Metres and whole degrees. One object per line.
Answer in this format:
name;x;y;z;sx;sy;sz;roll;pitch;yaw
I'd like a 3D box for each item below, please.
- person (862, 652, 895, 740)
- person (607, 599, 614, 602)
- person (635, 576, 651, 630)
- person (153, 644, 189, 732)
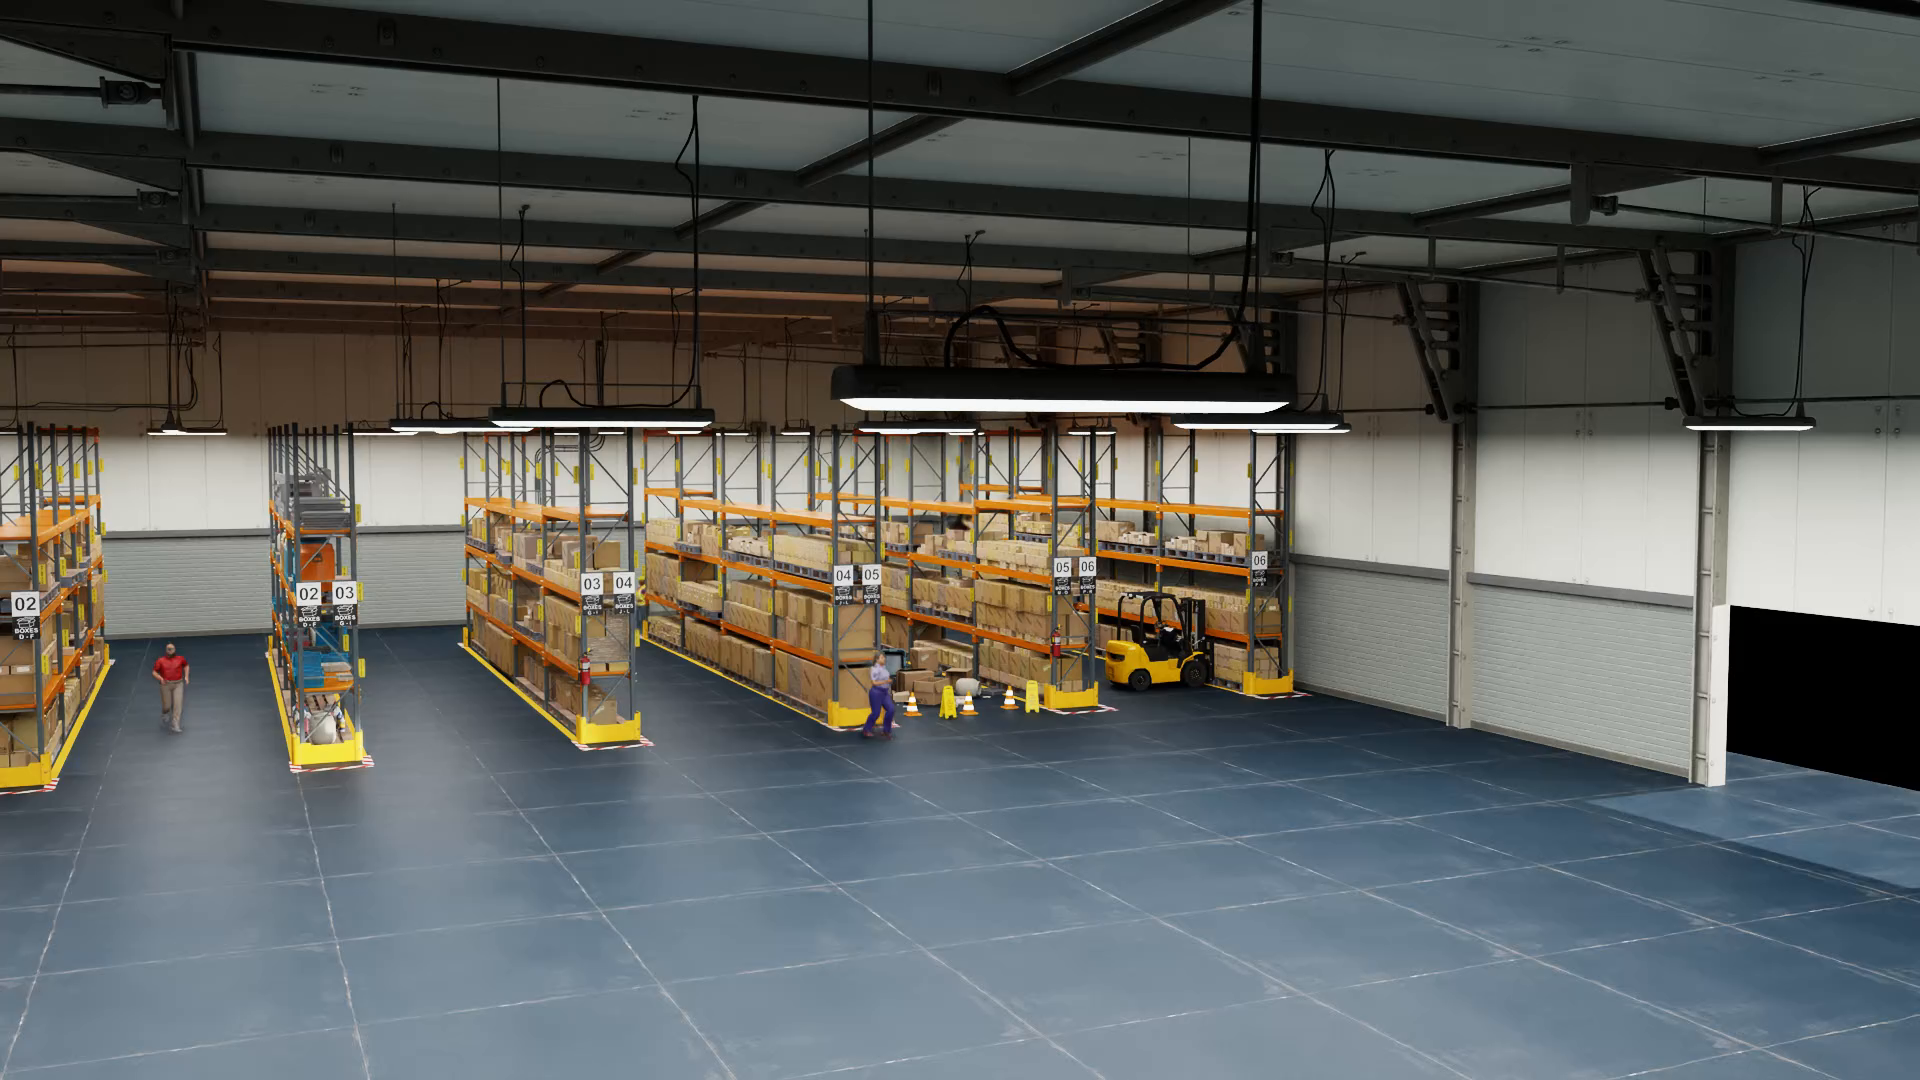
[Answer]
person;-1.539;2.992;31.645;0.679;1.711;0.598;2;4;25
person;-9.730;2.069;46.238;0.600;1.737;0.856;0;4;-8
person;-9.264;1.897;48.618;0.883;1.743;0.737;-2;4;-35
person;-15.494;2.887;32.717;0.677;1.702;0.895;-2;4;-33
